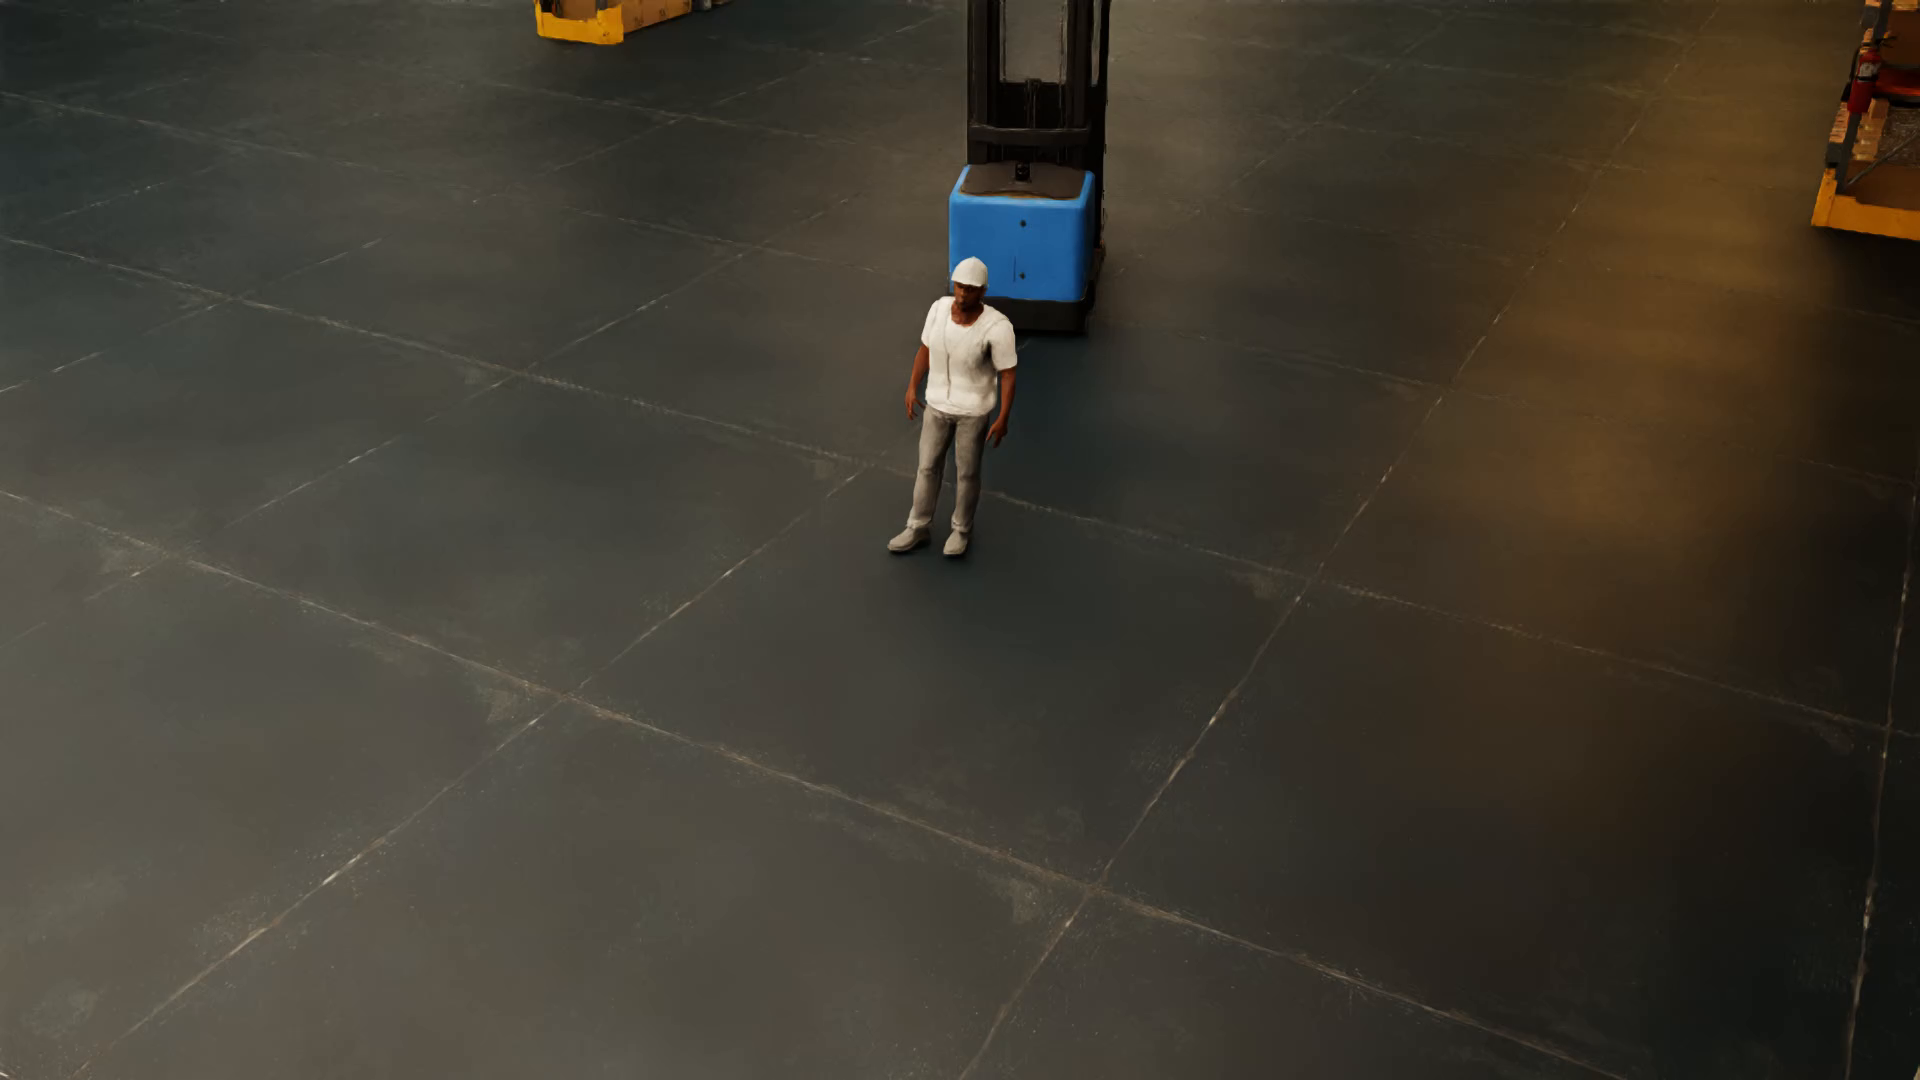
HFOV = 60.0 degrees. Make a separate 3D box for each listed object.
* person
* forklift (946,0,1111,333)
[{"bbox_3d":[-0.039,-0.742,9.507,0.665,1.766,0.576,15,33,25],"label":"person"},{"bbox_3d":[0.641,-3.555,13.231,1.130,2.935,3.031,5,30,8],"label":"forklift"}]
